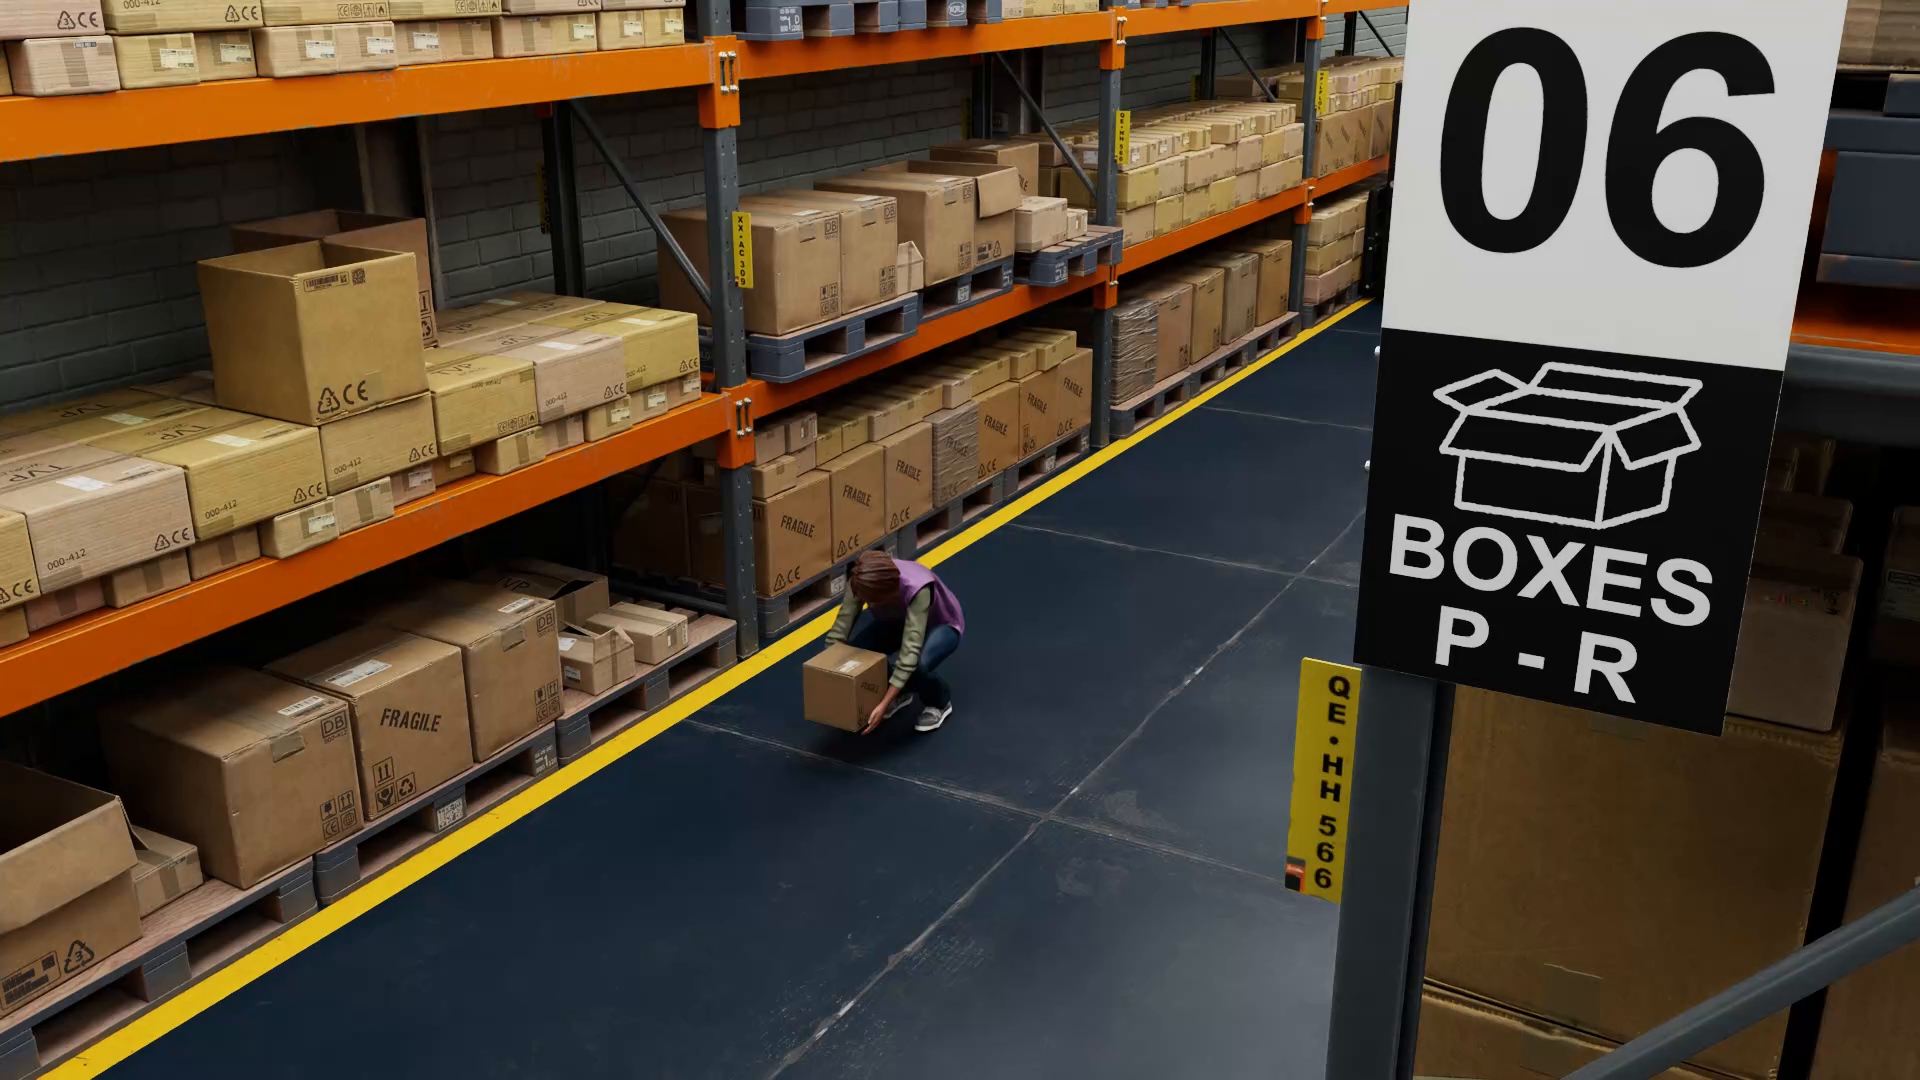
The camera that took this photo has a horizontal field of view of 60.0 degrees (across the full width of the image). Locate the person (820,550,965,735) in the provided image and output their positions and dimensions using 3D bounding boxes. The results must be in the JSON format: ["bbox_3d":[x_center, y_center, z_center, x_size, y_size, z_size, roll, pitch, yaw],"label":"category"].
[{"bbox_3d":[-0.267,0.398,7.034,0.451,0.888,0.822,12,23,30],"label":"person"}]
